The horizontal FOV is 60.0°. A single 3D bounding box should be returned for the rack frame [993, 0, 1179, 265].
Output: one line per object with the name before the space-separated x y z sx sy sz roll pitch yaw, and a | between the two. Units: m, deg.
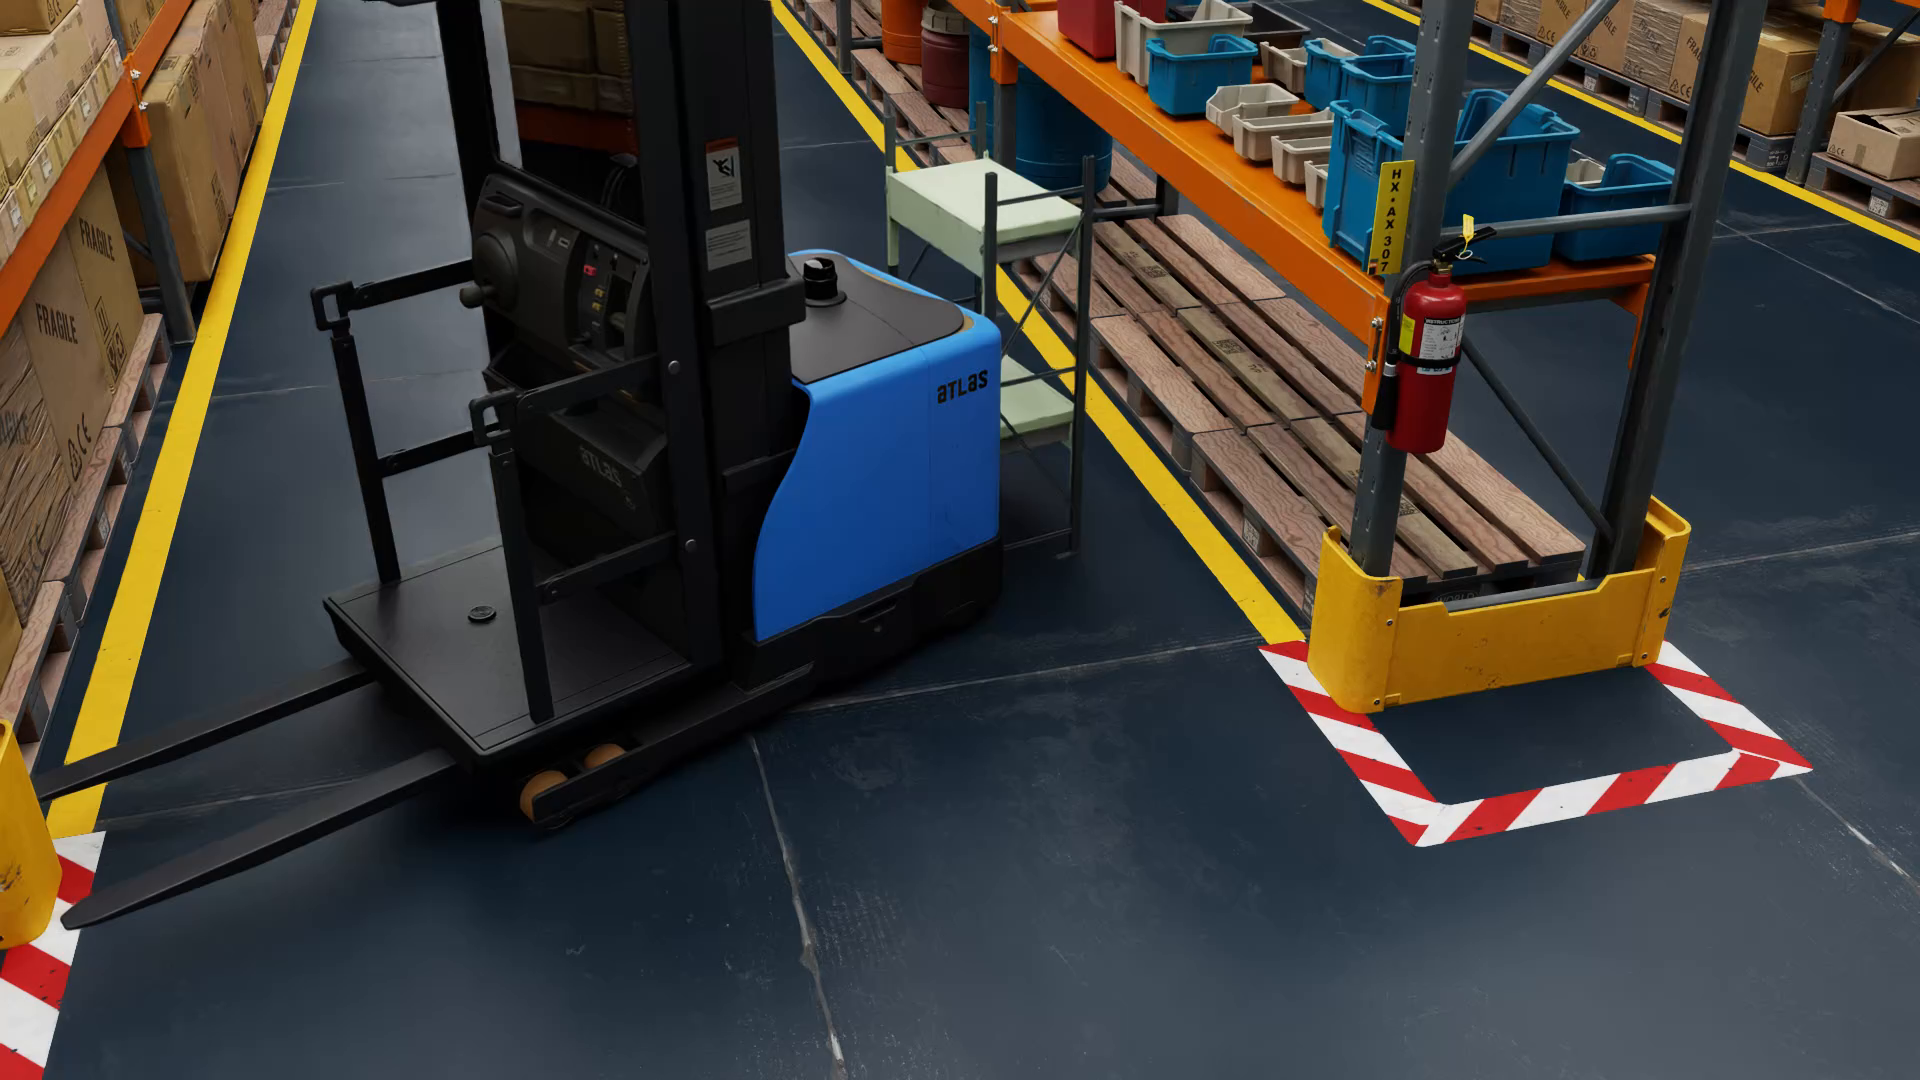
rack frame | 0.667 -2.839 8.160 1.000 3.000 0.127 -8 31 -13

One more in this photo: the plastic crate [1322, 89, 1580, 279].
plastic crate | 1.460 -1.085 5.035 0.616 0.435 0.499 -8 31 -13

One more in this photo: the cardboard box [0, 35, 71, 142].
cardboard box | -3.462 -1.570 5.820 0.500 0.250 0.500 -7 31 -12

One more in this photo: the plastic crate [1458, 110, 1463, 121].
plastic crate | 1.796 -1.475 6.008 0.250 0.136 0.298 -8 31 -13

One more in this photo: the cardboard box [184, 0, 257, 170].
cardboard box | -4.777 -2.607 9.461 1.225 0.875 0.875 -8 31 -13

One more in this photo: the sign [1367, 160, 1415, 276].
sign | 1.203 -0.897 4.642 0.100 0.325 0.005 -8 31 -13

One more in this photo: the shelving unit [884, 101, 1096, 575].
shelving unit | 0.087 -0.717 5.992 0.431 1.500 0.755 -15 33 -24

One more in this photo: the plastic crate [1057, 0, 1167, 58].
plastic crate | 0.663 -2.428 7.327 0.402 0.464 0.583 -8 31 -13

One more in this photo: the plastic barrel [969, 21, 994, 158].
plastic barrel | 0.351 -2.719 9.630 0.600 0.901 0.708 -8 31 -13

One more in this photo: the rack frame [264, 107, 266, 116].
rack frame | -5.170 -4.112 10.360 1.000 3.000 0.127 -8 31 -13

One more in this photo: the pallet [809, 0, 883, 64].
pallet | -0.563 -3.943 12.852 1.003 0.211 1.213 -8 31 -13

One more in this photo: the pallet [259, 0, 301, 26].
pallet | -6.023 -4.461 13.747 1.003 0.211 1.213 -8 31 -13

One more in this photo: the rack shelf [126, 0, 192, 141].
rack shelf | -4.639 -2.835 8.872 1.077 0.370 4.000 -8 31 -13

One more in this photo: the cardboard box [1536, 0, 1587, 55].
cardboard box | 4.500 -3.783 11.848 0.500 0.500 0.500 -8 31 -14

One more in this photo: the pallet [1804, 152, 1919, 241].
pallet | 5.625 -1.957 9.420 1.003 0.211 1.213 -8 31 -13

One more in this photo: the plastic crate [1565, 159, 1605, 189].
plastic crate | 1.976 -1.148 5.442 0.250 0.136 0.298 -8 31 -13

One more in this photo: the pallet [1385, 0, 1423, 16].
pallet | 4.201 -4.624 14.027 1.003 0.211 1.213 -8 31 -13

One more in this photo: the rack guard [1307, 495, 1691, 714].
rack guard | 1.748 0.185 5.432 1.175 0.500 0.348 -8 31 -13

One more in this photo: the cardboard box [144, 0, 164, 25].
cardboard box | -4.123 -2.722 7.858 0.500 0.500 0.500 -8 31 -13

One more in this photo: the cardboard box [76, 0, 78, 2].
cardboard box | -3.728 -2.382 6.476 0.500 0.500 0.500 -7 31 -12

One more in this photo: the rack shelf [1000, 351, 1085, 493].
rack shelf | 0.087 -0.435 6.155 0.431 0.370 0.720 -15 33 -24

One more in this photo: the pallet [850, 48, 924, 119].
pallet | -0.145 -3.189 11.548 1.003 0.211 1.213 -8 31 -13

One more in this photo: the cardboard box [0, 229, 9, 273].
cardboard box | -3.097 -0.851 4.977 0.380 0.149 0.250 -8 31 -14

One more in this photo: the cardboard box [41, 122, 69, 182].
cardboard box | -3.370 -1.347 5.834 0.380 0.149 0.250 -8 31 -14

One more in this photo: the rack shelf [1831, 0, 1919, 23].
rack shelf | 5.975 -2.218 7.806 1.077 0.370 4.000 -8 31 -13

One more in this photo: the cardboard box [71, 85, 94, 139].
cardboard box | -3.506 -1.595 6.263 0.380 0.149 0.250 -7 31 -12

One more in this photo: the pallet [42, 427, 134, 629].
pallet | -3.654 -0.005 6.049 1.003 0.211 1.213 -8 31 -13

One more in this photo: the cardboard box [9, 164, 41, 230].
cardboard box | -3.232 -1.098 5.403 0.380 0.149 0.250 -9 31 -15

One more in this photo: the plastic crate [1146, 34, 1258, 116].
plastic crate | 0.937 -1.818 6.504 0.416 0.233 0.300 -8 31 -13

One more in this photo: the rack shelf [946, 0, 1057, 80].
rack shelf | 0.137 -3.493 10.009 1.077 0.370 4.000 -8 31 -13

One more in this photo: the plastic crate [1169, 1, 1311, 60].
plastic crate | 1.223 -2.241 7.342 0.437 0.125 0.590 -8 31 -13

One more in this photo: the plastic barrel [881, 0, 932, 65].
plastic barrel | -0.248 -3.779 11.532 0.600 0.830 0.708 -8 31 -13

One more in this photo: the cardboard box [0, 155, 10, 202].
cardboard box | -3.188 -1.073 4.963 0.500 0.250 0.500 -9 31 -15

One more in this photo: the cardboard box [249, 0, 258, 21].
cardboard box | -5.683 -4.081 12.362 0.700 0.500 0.500 -5 30 -9

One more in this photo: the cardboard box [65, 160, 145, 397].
cardboard box | -4.010 -1.113 6.881 0.875 0.875 0.875 -8 31 -13

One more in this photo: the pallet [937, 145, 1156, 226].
pallet | 0.503 -2.010 9.512 1.003 0.211 1.213 -8 31 -13

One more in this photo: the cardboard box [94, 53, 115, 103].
cardboard box | -3.642 -1.843 6.691 0.380 0.149 0.250 -7 31 -12

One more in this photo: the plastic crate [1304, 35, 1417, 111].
plastic crate | 1.552 -1.804 6.480 0.416 0.233 0.300 -8 31 -13

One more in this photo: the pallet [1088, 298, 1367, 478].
pallet | 1.227 -0.692 7.234 1.003 0.211 1.213 -8 31 -13

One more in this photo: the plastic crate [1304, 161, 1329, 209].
plastic crate | 1.338 -1.189 5.513 0.396 0.136 0.243 -8 31 -13

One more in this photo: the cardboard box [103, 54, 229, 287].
cardboard box | -4.297 -1.749 7.979 1.225 0.875 0.875 -8 31 -13

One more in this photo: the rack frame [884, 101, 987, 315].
rack frame | -0.086 -0.879 6.271 0.400 1.500 0.023 -15 33 -24

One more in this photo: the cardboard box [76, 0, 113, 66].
cardboard box | -3.738 -2.066 6.677 0.500 0.250 0.500 -8 31 -14

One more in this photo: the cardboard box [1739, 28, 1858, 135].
cardboard box | 5.037 -2.804 10.157 0.500 0.500 0.500 -8 31 -14

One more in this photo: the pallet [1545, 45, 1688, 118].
pallet | 4.864 -3.267 11.684 1.003 0.211 1.213 -8 31 -13

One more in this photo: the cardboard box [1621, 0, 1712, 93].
cardboard box | 4.781 -3.287 10.990 0.500 0.500 0.500 -7 31 -13

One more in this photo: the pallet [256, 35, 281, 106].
pallet | -5.376 -3.283 11.711 1.003 0.211 1.213 -8 31 -13

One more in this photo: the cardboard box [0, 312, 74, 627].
cardboard box | -3.535 -0.249 5.387 0.875 0.875 0.875 -8 31 -13

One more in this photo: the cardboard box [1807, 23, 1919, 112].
cardboard box | 5.551 -2.870 10.271 0.500 0.500 0.500 -9 31 -16

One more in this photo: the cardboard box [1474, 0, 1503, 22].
cardboard box | 4.228 -4.278 12.703 0.500 0.500 0.500 -7 31 -11

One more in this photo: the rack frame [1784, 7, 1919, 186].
rack frame | 5.444 -3.496 9.295 1.000 3.000 0.127 -8 31 -13

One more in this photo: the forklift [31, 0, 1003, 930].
forklift | -1.296 -0.730 4.586 3.031 2.935 1.130 -23 37 -35

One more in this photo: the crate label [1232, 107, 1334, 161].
crate label | 1.178 -1.462 5.984 0.396 0.136 0.243 -8 31 -13
